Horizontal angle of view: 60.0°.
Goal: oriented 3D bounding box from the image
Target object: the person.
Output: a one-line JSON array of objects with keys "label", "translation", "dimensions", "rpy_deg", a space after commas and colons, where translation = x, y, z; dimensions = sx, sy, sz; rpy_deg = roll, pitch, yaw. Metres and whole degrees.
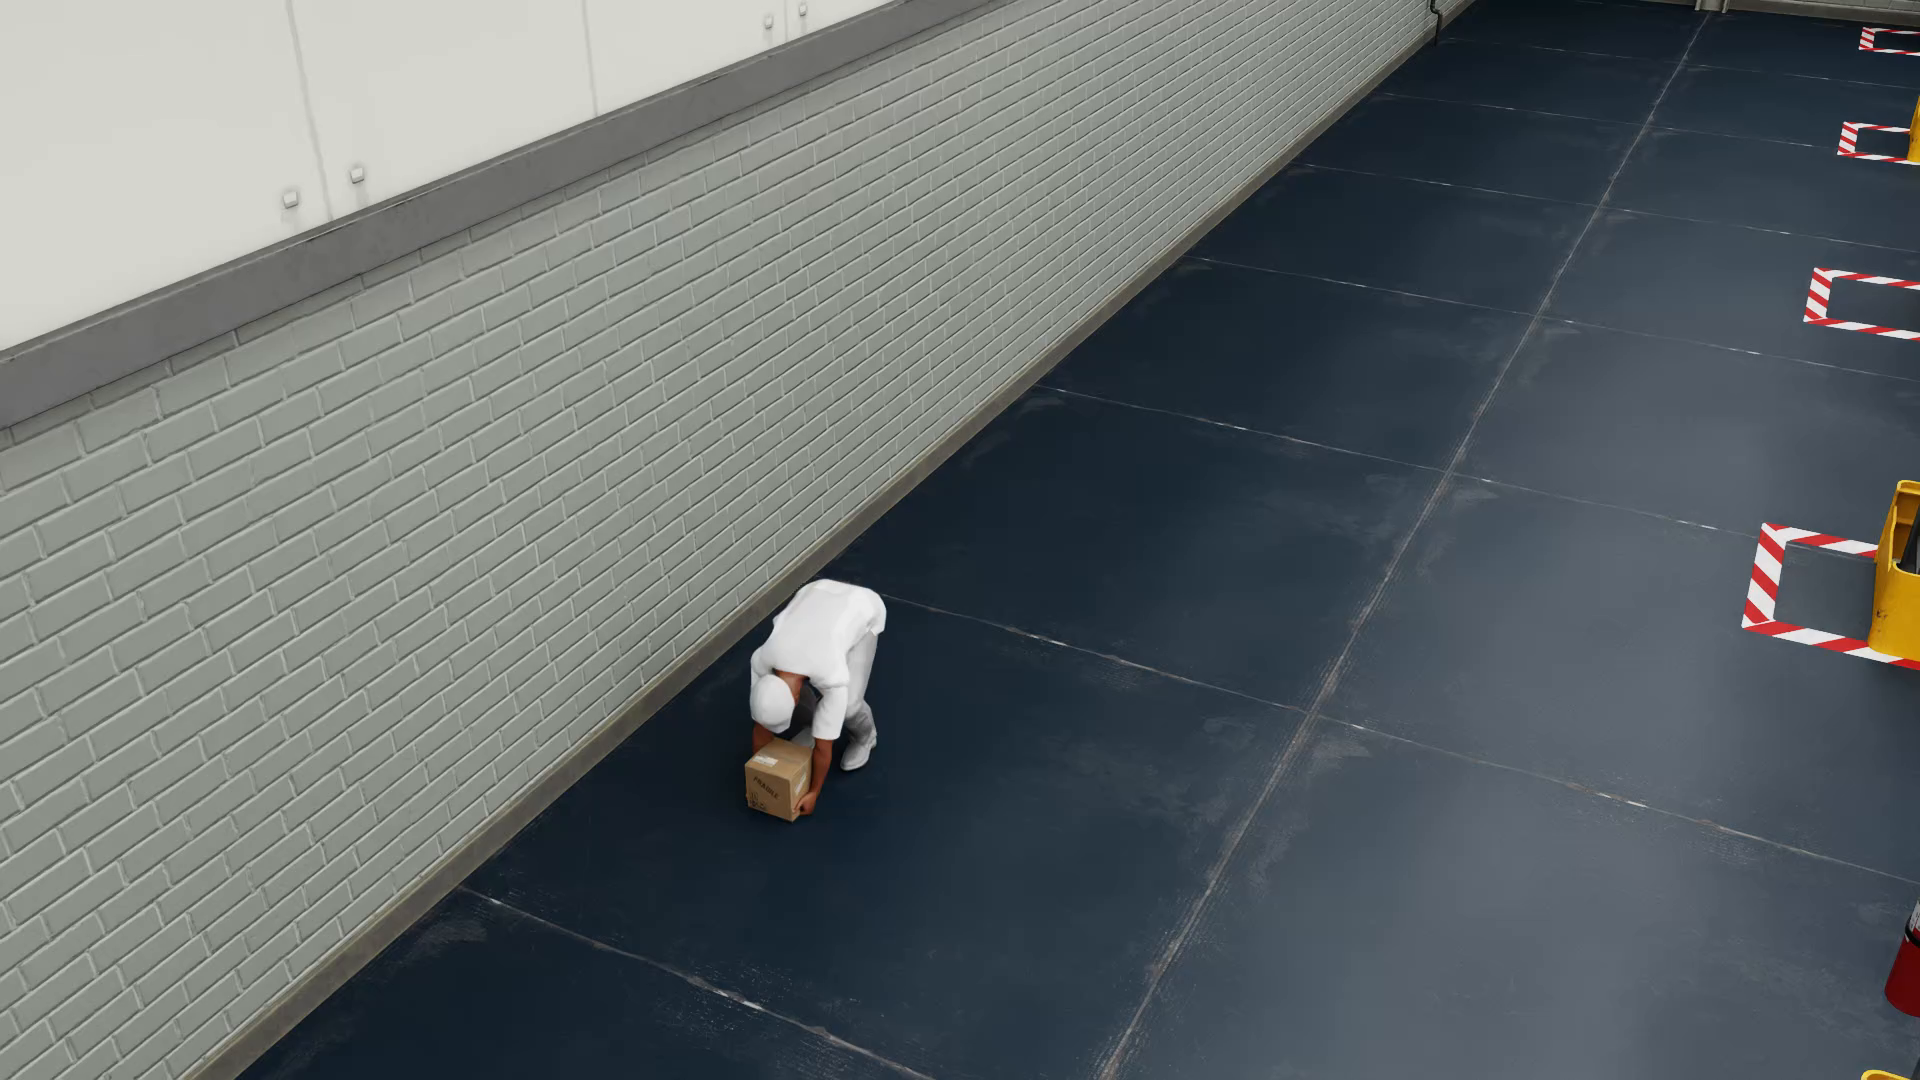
[{"label": "person", "translation": [-0.690, 0.727, 7.882], "dimensions": [0.511, 0.907, 0.977], "rpy_deg": [13, 32, 21]}]
